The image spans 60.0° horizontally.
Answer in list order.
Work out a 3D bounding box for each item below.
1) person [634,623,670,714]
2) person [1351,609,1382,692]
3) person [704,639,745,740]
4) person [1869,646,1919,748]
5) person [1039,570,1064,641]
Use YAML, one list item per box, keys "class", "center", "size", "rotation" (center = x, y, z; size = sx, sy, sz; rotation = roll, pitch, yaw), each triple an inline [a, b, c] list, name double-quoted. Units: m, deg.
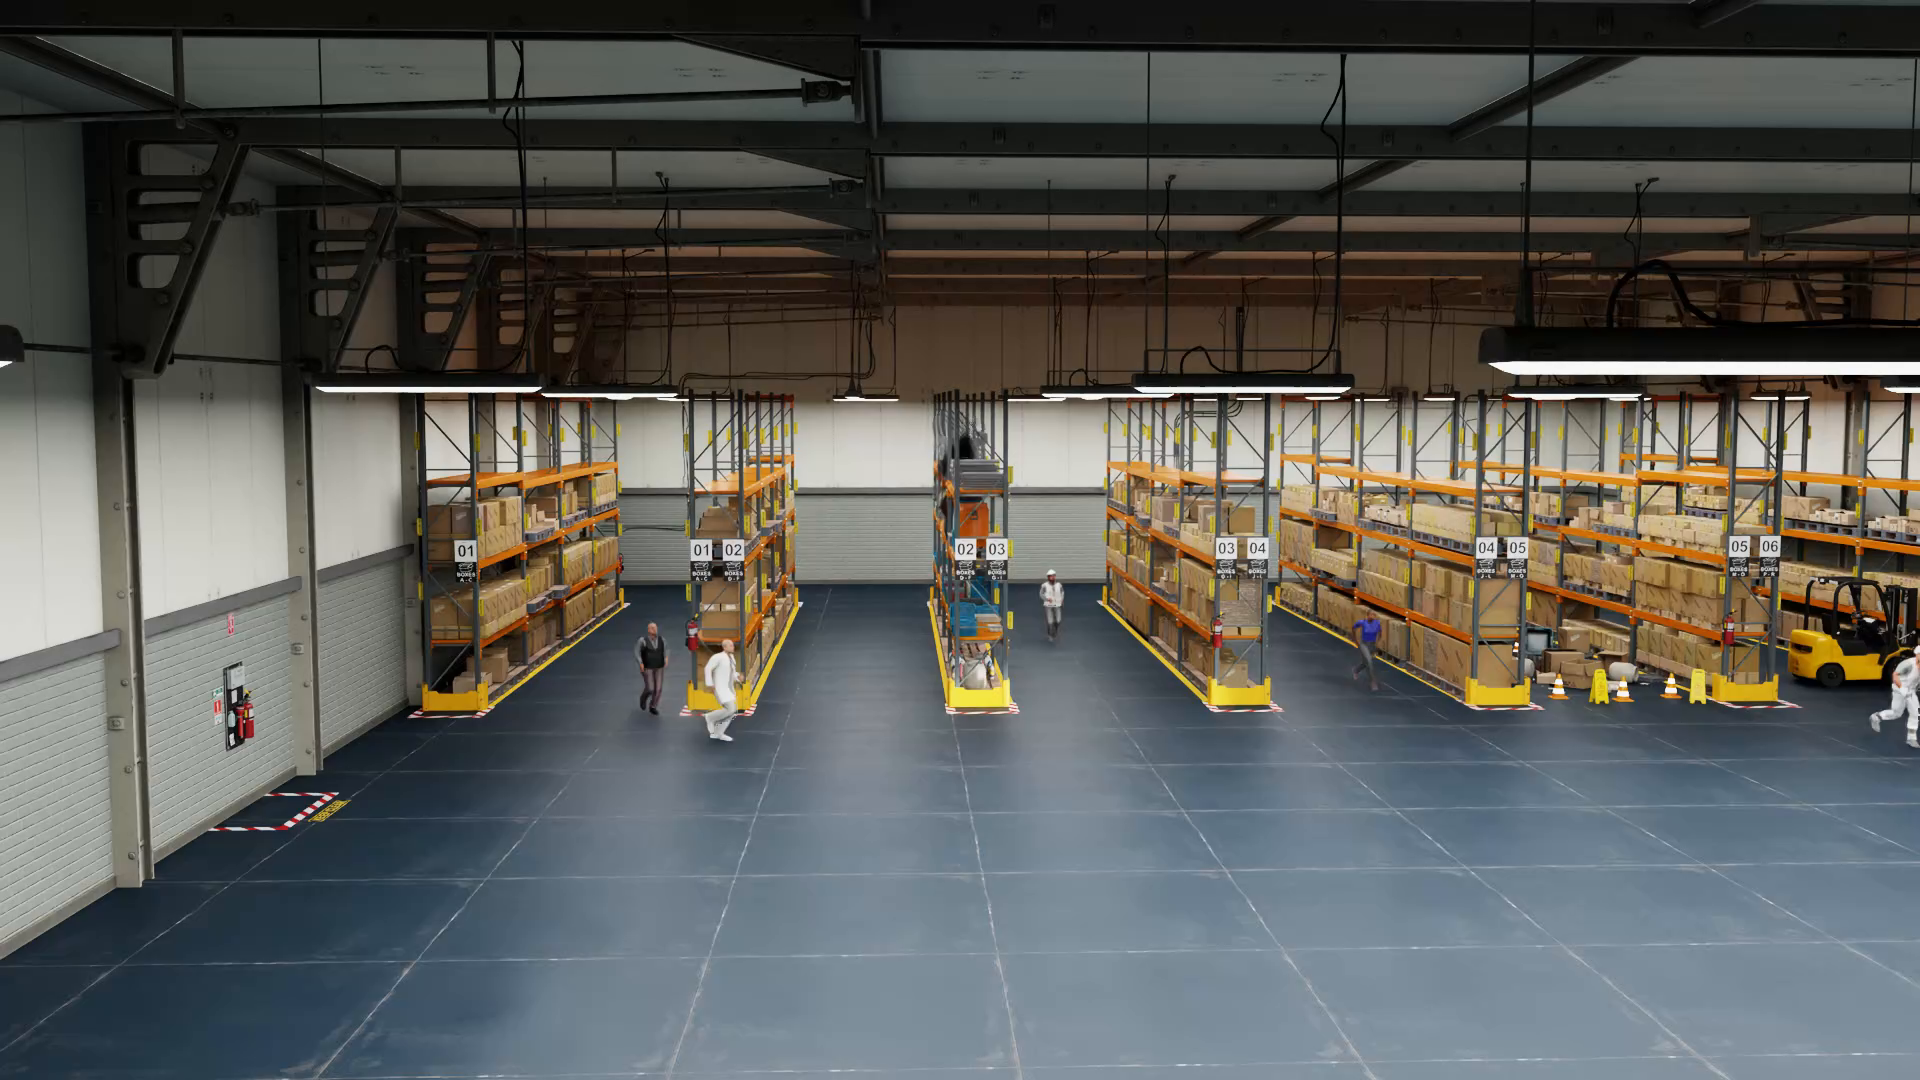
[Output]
- class: "person"
  center: [-5.677, 2.375, 30.791]
  size: [0.676, 1.692, 0.576]
  rotation: [-3, 5, -31]
- class: "person"
  center: [8.196, 2.190, 33.573]
  size: [0.581, 1.642, 1.061]
  rotation: [-1, 5, -17]
- class: "person"
  center: [-4.000, 2.555, 28.338]
  size: [0.672, 1.731, 0.702]
  rotation: [2, 5, 21]
- class: "person"
  center: [15.898, 2.595, 28.118]
  size: [0.677, 1.729, 1.019]
  rotation: [-3, 5, -30]
- class: "person"
  center: [2.242, 1.589, 40.124]
  size: [0.653, 1.731, 0.566]
  rotation: [-1, 5, -10]
